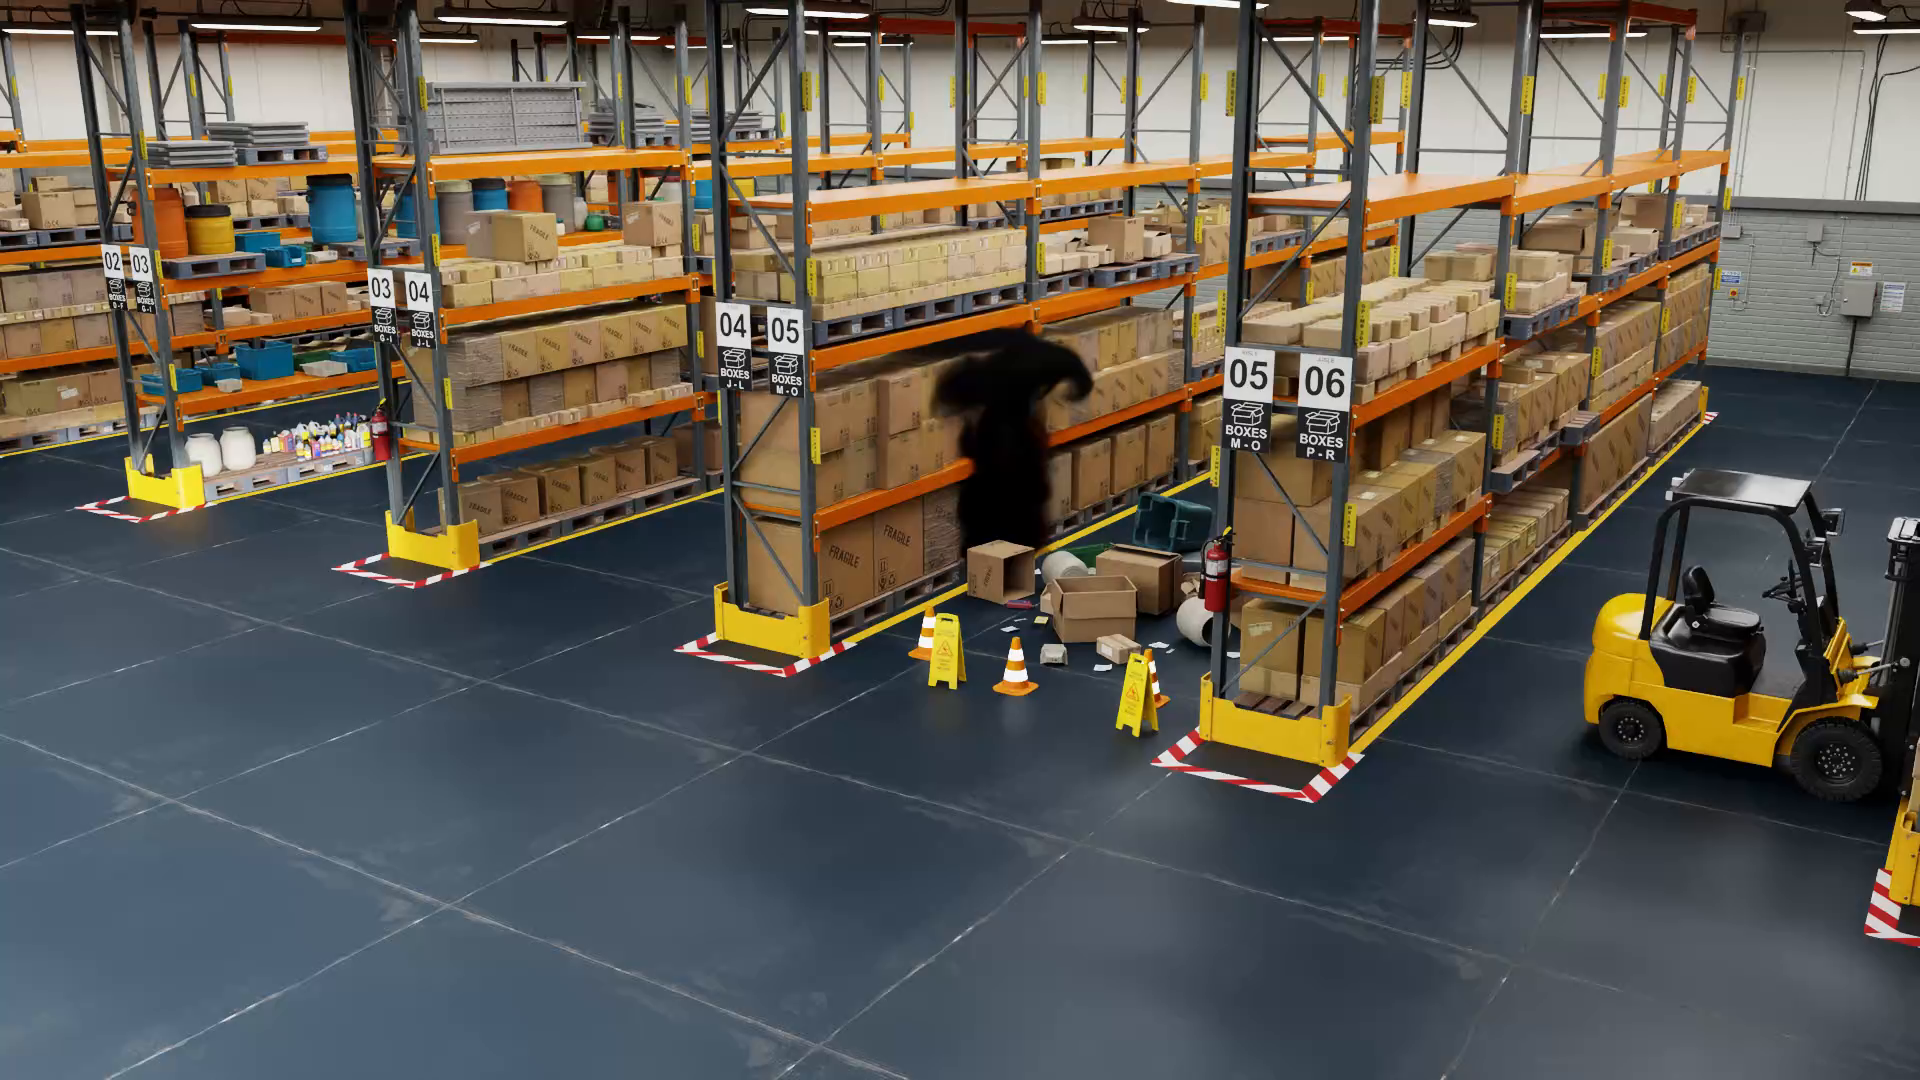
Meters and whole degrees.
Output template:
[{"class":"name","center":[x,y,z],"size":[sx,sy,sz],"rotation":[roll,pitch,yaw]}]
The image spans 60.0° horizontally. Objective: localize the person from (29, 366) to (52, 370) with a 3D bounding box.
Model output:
[{"class":"person","center":[-14.419,-2.836,26.207],"size":[0.703,1.732,0.861],"rotation":[5,16,17]}]
